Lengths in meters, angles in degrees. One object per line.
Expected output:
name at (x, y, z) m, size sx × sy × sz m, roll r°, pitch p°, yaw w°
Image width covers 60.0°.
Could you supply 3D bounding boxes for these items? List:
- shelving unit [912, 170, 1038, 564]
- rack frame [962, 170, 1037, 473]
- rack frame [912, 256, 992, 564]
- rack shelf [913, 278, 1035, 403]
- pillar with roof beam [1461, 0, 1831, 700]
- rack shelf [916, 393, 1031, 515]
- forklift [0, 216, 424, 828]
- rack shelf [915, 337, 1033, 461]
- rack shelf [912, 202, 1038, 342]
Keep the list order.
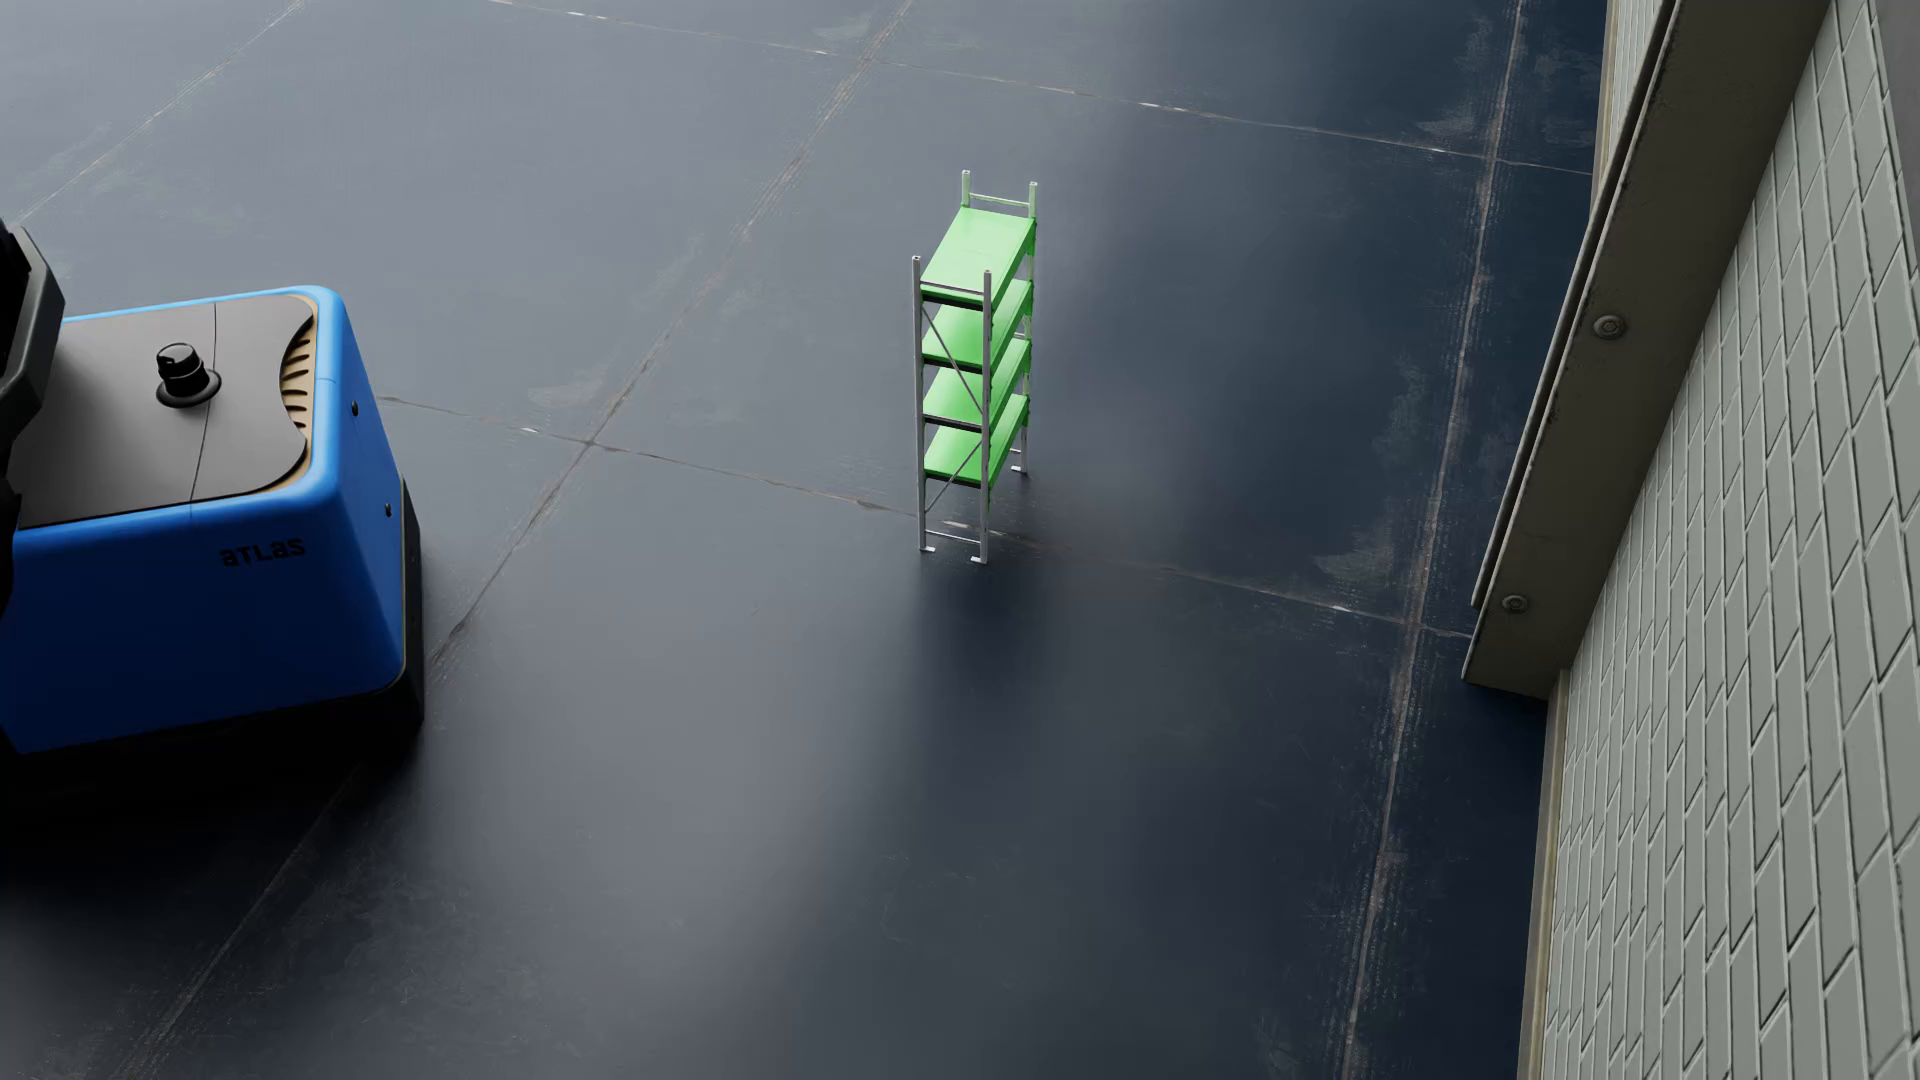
shelving unit at (0.050, -0.539, 5.443) m, size 0.258 × 1.200 × 0.503 m, roll 13°, pitch 46°, yaw 13°
rack frame at (0.124, -0.702, 5.609) m, size 0.240 × 1.200 × 0.015 m, roll 13°, pitch 46°, yaw 13°
rack frame at (-0.024, -0.377, 5.277) m, size 0.240 × 1.200 × 0.015 m, roll 13°, pitch 46°, yaw 13°
rack shelf at (0.050, -0.665, 5.320) m, size 0.258 × 0.148 × 0.480 m, roll 13°, pitch 46°, yaw 13°
pillar with roof beam at (-2.300, -3.781, 3.180) m, size 9.100 × 9.000 × 0.400 m, roll 13°, pitch 46°, yaw 13°
rack shelf at (0.050, -0.322, 5.656) m, size 0.258 × 0.148 × 0.480 m, roll 13°, pitch 46°, yaw 13°
forklift at (-3.214, -0.489, 4.154) m, size 3.031 × 2.935 × 1.130 m, roll -10°, pitch 45°, yaw -10°
rack shelf at (0.050, -0.494, 5.488) m, size 0.258 × 0.148 × 0.480 m, roll 13°, pitch 46°, yaw 13°
rack shelf at (0.050, -0.837, 5.152) m, size 0.258 × 0.148 × 0.480 m, roll 13°, pitch 46°, yaw 13°
